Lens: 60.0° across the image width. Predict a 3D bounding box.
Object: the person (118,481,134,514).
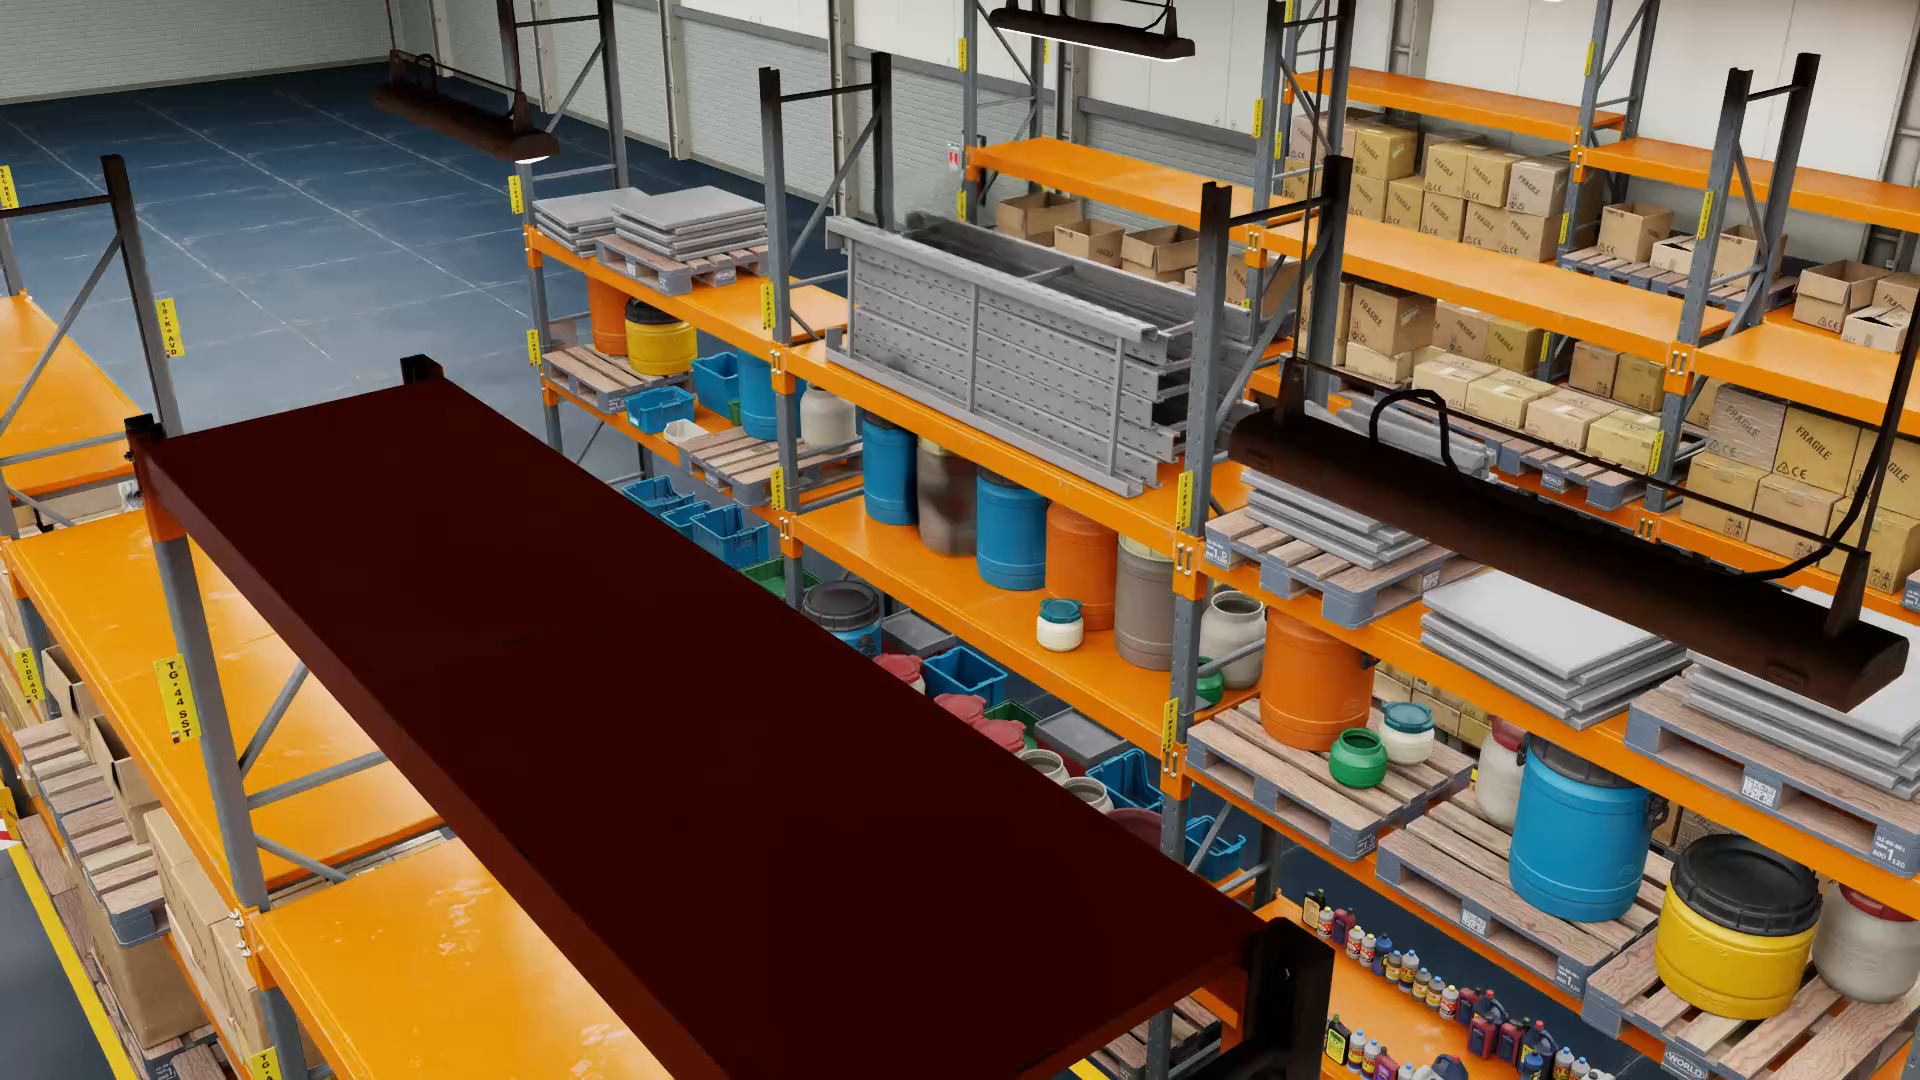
[{"bbox_3d":[-8.457,-0.115,16.647,0.568,1.618,0.602,-4,26,-8],"label":"person"}]
